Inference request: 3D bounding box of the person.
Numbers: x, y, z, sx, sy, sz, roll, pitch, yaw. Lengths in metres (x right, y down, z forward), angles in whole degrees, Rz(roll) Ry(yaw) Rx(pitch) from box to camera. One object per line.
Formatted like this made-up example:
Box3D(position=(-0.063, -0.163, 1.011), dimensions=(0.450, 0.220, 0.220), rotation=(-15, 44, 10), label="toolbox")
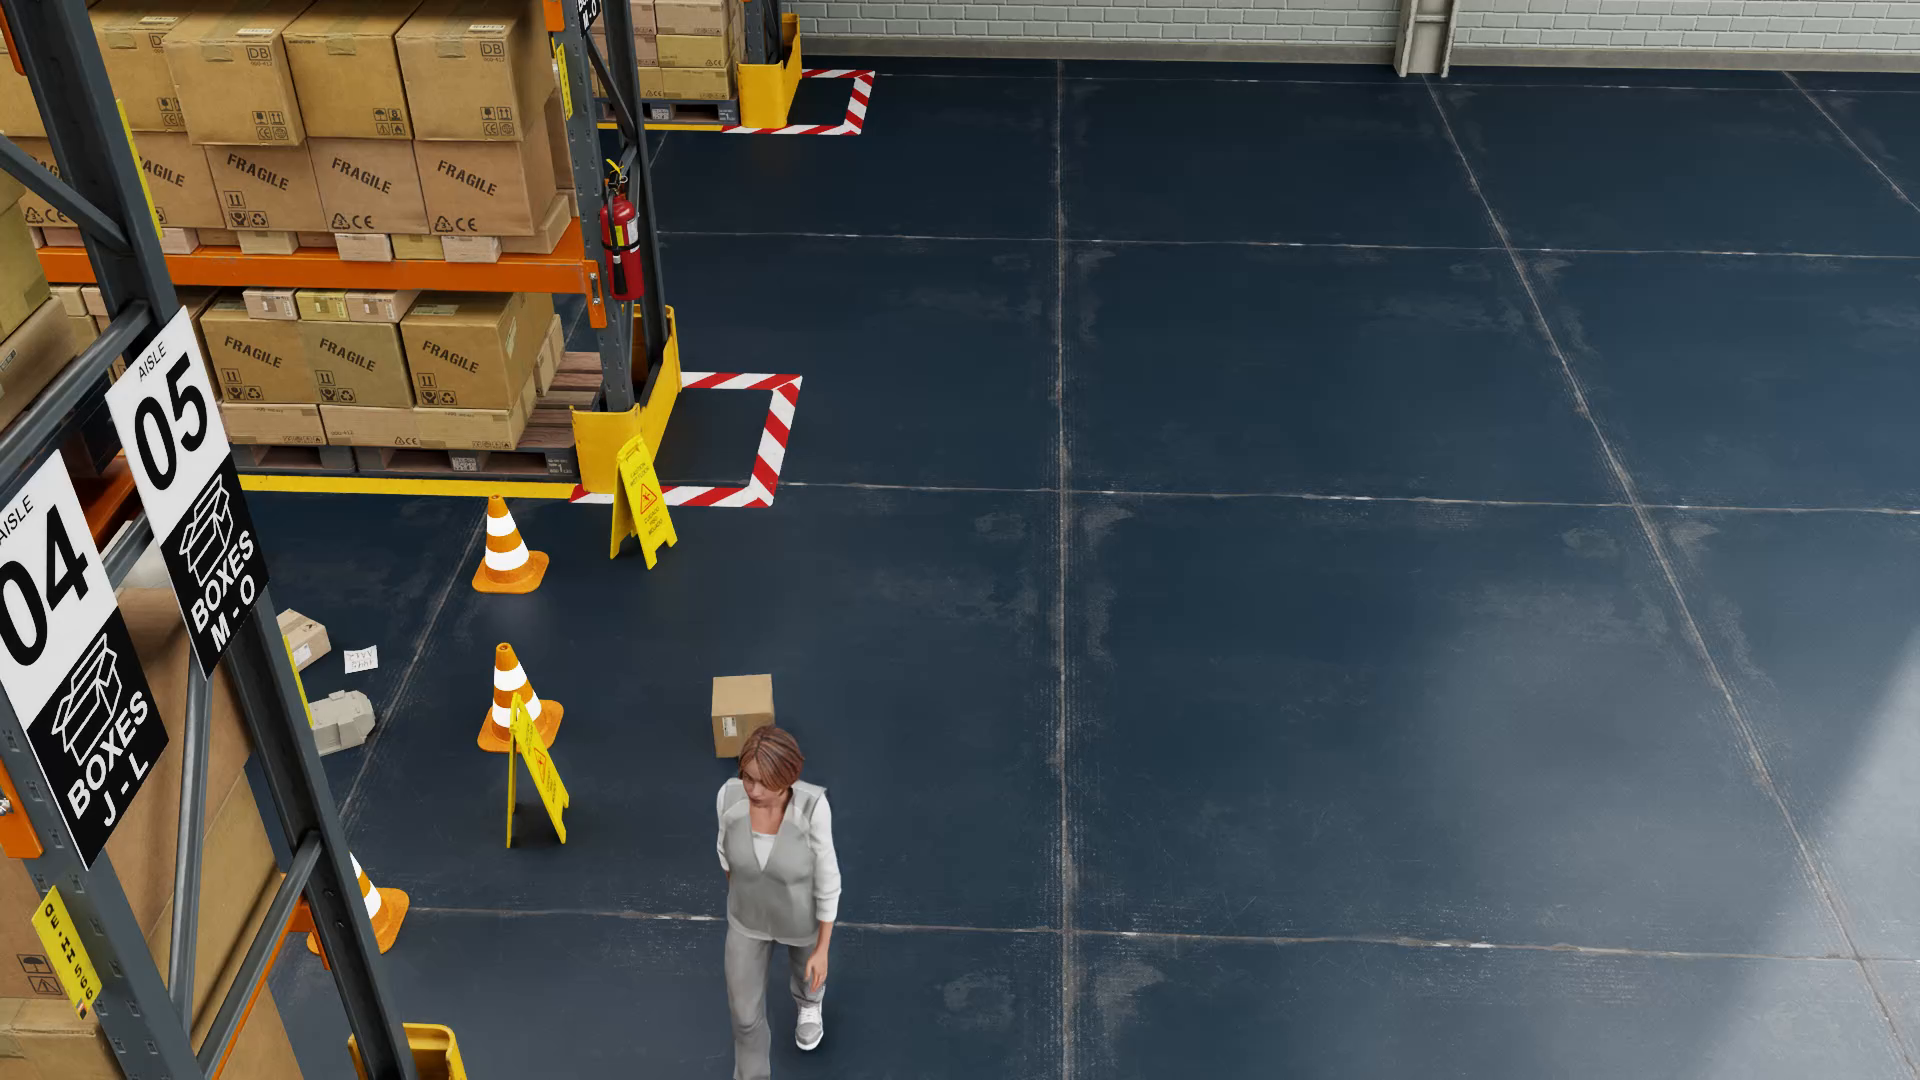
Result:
Box3D(position=(-0.585, 1.268, 5.381), dimensions=(0.422, 1.599, 0.774), rotation=(3, 36, 4), label="person")
